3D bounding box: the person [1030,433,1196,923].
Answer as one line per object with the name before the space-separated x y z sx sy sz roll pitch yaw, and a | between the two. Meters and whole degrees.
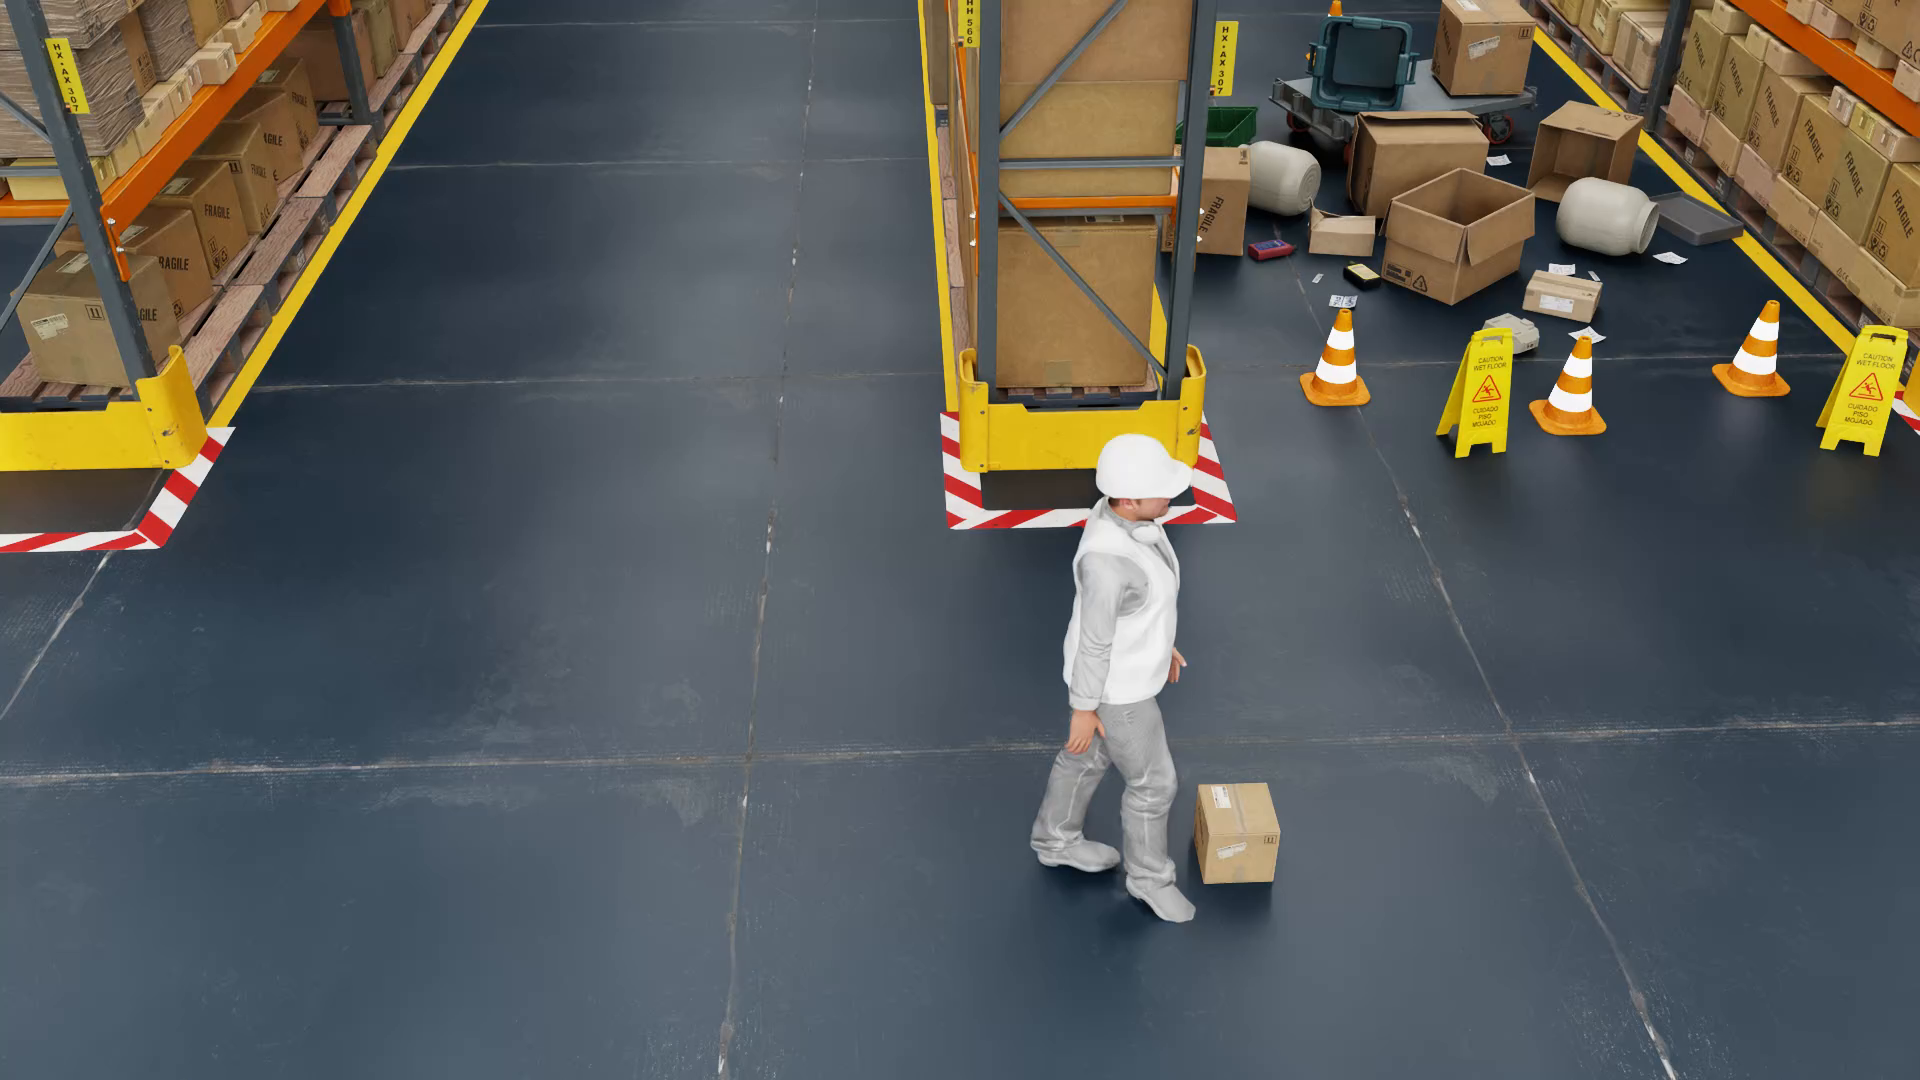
person | 0.558 0.453 5.510 0.609 1.835 0.581 3 35 5
